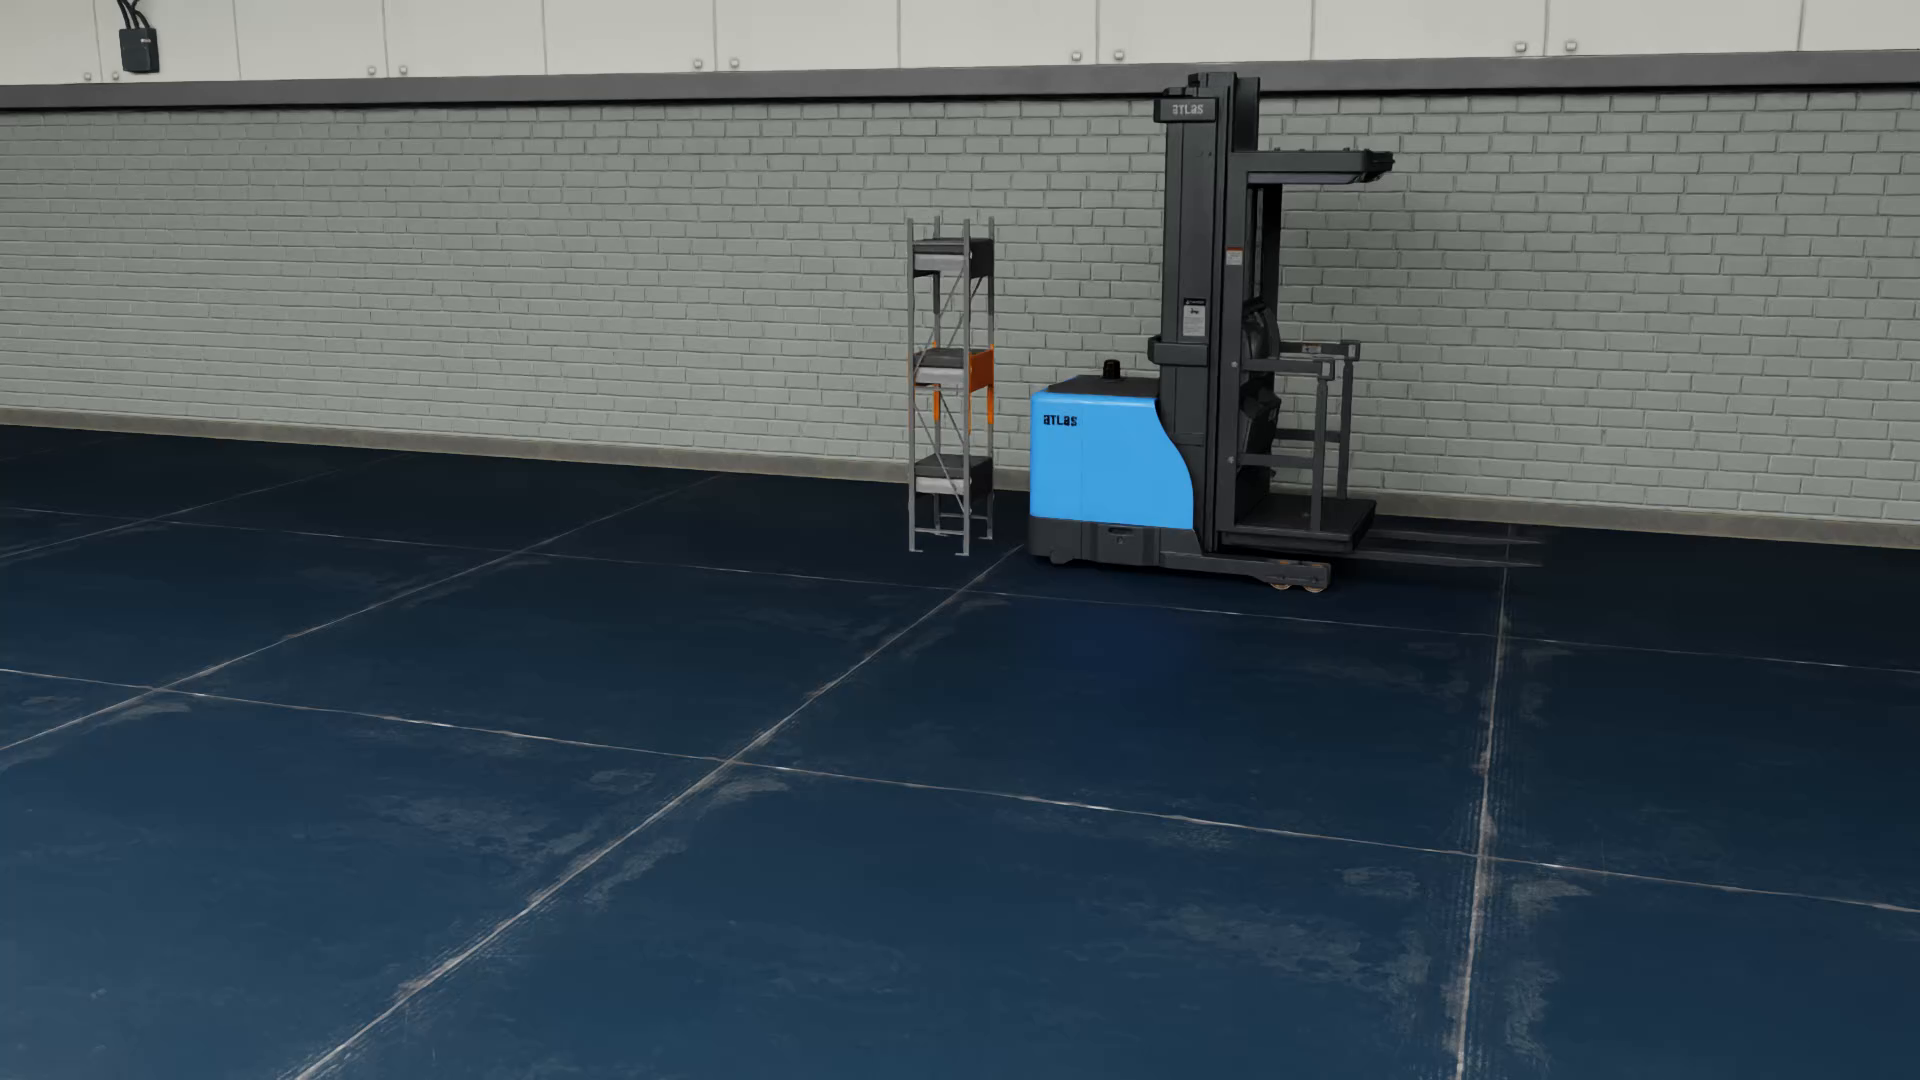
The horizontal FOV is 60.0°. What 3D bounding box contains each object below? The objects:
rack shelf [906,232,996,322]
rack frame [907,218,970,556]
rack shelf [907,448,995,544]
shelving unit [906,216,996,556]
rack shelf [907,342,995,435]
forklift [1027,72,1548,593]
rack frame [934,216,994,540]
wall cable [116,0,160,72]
[{"bbox_3d":[-0.054,-1.658,10.449,0.431,0.518,0.480,4,14,18],"label":"rack shelf"},{"bbox_3d":[-0.133,-0.937,10.376,0.400,2.100,0.015,4,14,18],"label":"rack frame"},{"bbox_3d":[-0.054,-0.293,10.760,0.431,0.518,0.480,4,14,18],"label":"rack shelf"},{"bbox_3d":[-0.054,-0.989,10.602,0.431,2.100,0.503,4,14,18],"label":"shelving unit"},{"bbox_3d":[-0.054,-0.976,10.605,0.431,0.518,0.480,4,14,18],"label":"rack shelf"},{"bbox_3d":[1.987,-1.257,9.909,3.031,2.935,1.130,5,14,21],"label":"forklift"},{"bbox_3d":[0.025,-1.040,10.827,0.400,2.100,0.015,4,14,18],"label":"rack frame"},{"bbox_3d":[-6.144,-6.910,13.396,2.305,6.003,0.169,4,14,18],"label":"wall cable"}]
